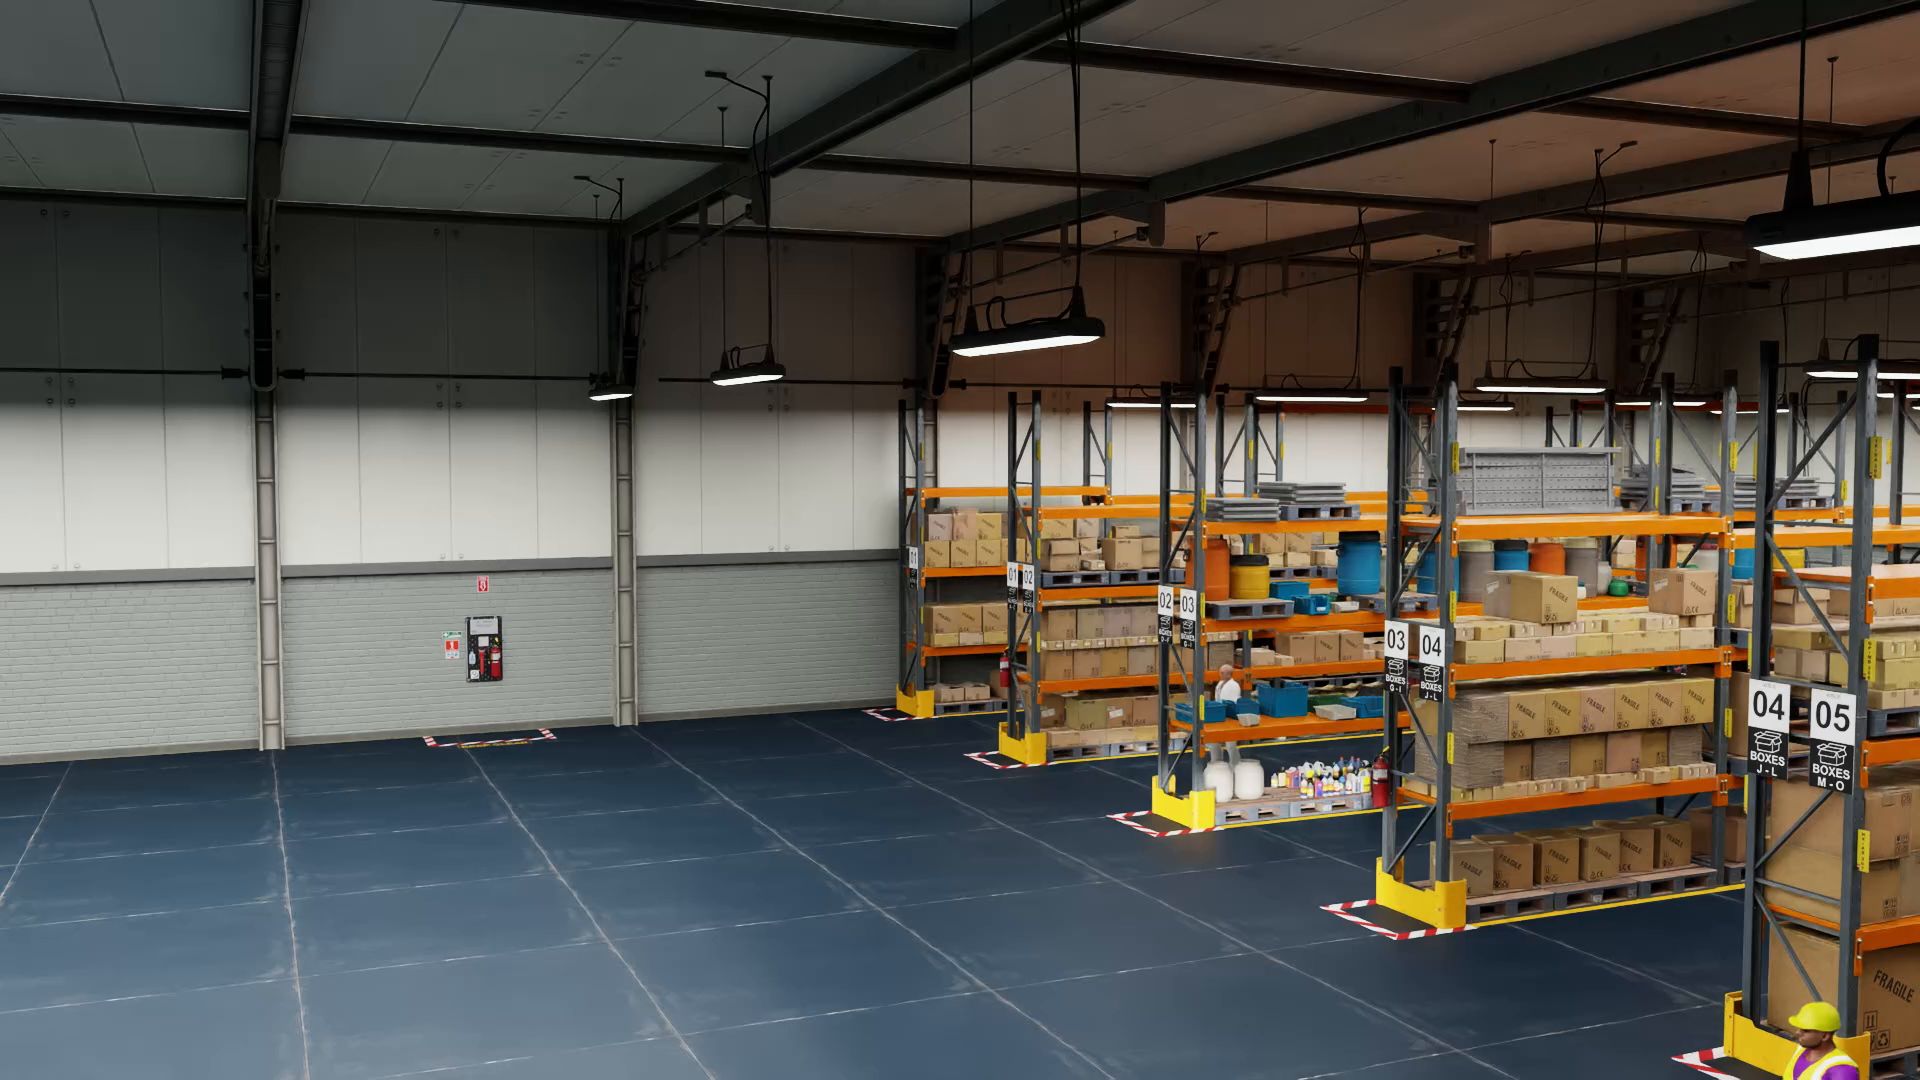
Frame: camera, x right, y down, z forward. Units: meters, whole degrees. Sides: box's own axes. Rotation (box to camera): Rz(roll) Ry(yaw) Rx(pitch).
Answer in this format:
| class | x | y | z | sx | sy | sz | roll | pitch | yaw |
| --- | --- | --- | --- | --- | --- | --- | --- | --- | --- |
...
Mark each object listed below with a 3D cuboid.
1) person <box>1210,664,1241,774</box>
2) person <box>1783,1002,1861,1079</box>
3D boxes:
| class | x | y | z | sx | sy | sz | roll | pitch | yaw |
| --- | --- | --- | --- | --- | --- | --- | --- | --- | --- |
| person | 4.060 | 2.818 | 25.334 | 0.587 | 1.854 | 0.629 | -1 | 4 | -22 |
| person | 5.194 | 3.705 | 10.105 | 0.555 | 1.823 | 0.631 | 0 | 3 | -4 |
